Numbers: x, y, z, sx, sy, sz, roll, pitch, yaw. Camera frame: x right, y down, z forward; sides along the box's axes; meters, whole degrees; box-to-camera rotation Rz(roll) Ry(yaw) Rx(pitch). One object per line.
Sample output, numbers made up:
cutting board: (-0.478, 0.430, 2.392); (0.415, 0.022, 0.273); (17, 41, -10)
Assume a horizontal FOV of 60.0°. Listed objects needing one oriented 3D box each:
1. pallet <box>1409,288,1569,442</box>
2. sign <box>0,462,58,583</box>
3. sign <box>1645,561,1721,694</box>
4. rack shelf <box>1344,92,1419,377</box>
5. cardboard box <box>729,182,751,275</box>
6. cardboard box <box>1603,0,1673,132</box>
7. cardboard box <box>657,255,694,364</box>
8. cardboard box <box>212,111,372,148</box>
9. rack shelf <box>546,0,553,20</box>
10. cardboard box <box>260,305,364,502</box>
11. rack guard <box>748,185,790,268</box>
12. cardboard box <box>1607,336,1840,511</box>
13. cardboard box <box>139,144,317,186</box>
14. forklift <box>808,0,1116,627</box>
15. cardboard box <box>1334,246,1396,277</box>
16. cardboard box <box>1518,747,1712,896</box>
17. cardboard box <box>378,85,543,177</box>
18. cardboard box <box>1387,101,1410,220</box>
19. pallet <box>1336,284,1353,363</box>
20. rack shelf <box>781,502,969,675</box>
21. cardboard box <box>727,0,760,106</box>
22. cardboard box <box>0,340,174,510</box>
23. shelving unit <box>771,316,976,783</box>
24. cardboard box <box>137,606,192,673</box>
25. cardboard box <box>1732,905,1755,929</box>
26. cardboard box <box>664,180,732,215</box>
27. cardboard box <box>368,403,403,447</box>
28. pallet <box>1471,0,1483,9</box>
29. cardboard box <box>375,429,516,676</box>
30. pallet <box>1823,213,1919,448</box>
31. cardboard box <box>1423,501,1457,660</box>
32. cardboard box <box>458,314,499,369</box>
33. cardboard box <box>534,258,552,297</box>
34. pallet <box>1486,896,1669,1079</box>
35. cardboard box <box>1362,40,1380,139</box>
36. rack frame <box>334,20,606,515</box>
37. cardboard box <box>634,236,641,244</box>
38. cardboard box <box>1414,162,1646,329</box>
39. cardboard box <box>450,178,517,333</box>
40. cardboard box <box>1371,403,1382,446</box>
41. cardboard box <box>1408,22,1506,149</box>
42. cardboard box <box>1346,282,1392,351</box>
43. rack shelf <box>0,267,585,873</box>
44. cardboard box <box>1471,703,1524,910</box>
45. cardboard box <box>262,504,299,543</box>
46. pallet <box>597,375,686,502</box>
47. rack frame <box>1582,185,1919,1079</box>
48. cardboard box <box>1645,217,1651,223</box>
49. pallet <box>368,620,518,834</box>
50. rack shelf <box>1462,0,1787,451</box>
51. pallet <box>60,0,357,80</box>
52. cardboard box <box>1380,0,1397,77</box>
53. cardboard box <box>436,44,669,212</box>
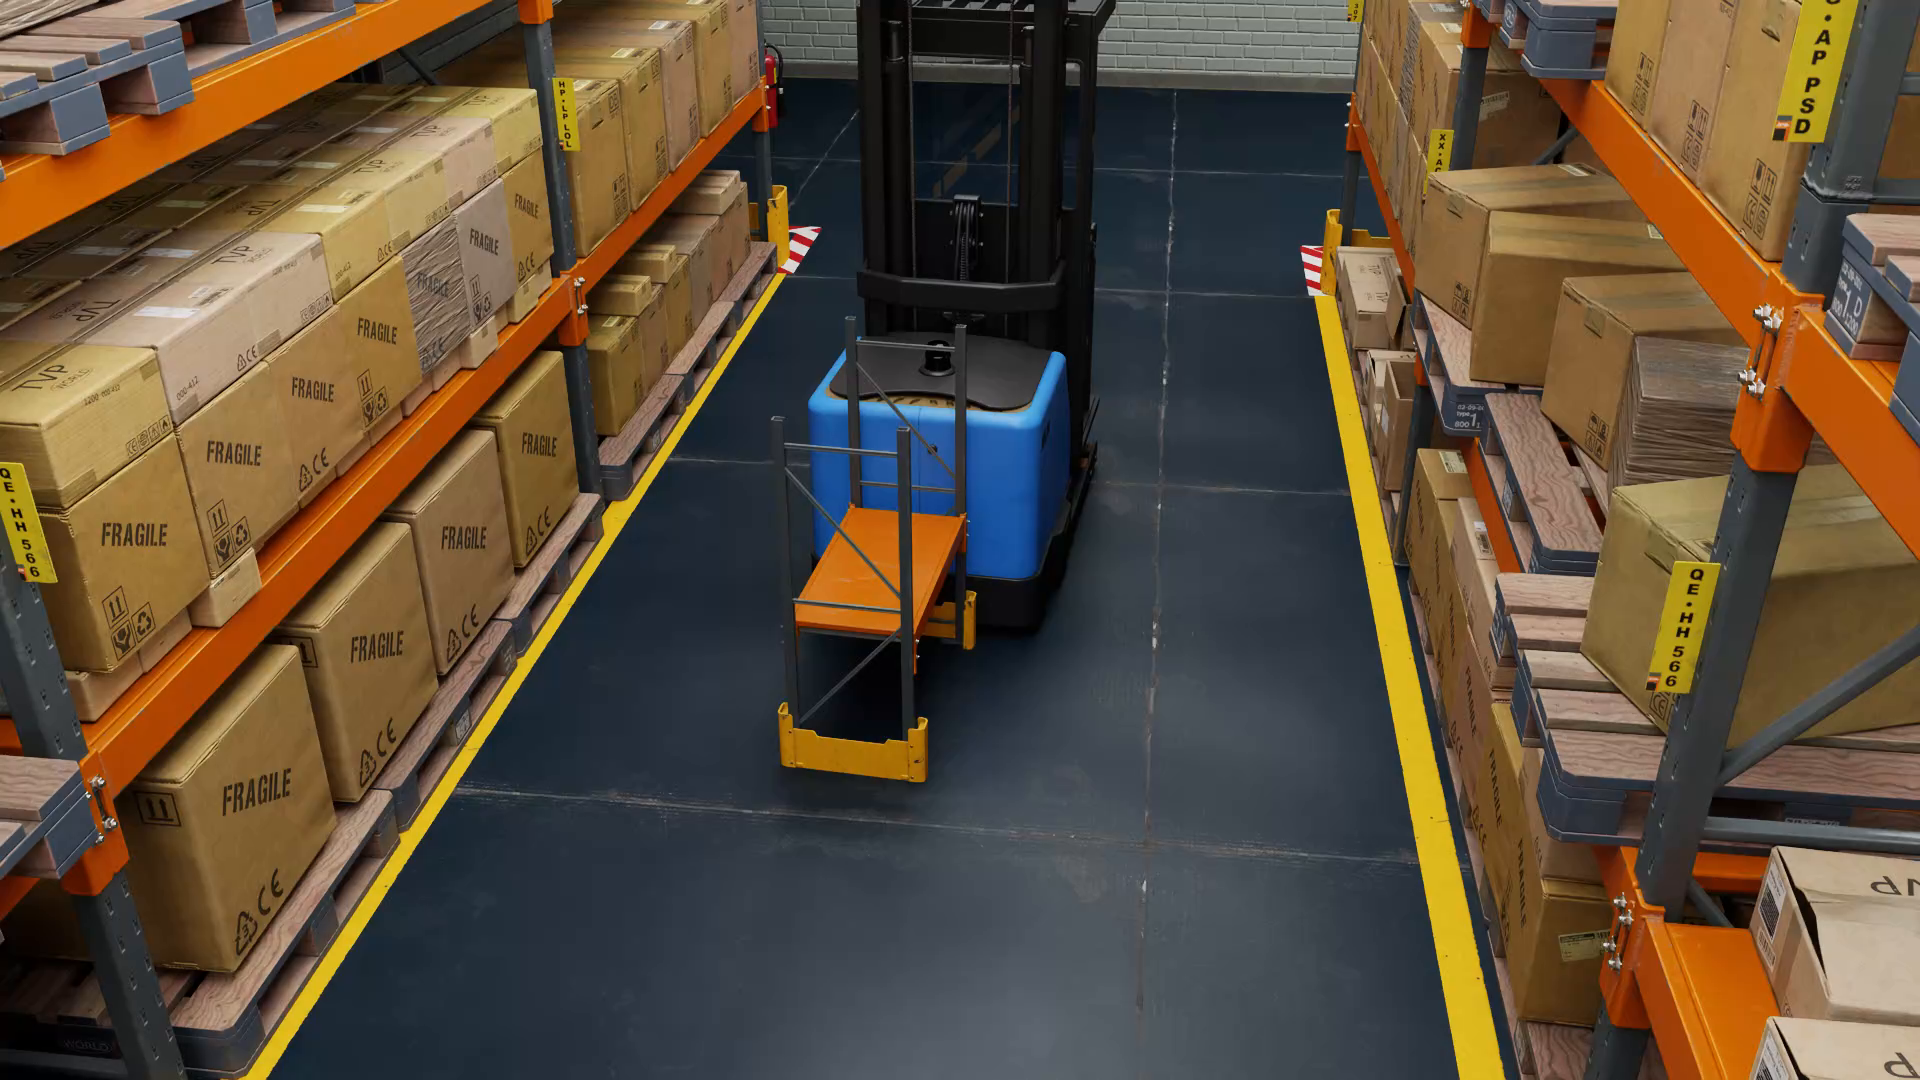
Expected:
pallet: (2.388, -0.735, 6.654); (1.003, 0.211, 1.213); (3, 28, 6)
sign: (-2.273, -0.040, 4.025); (0.100, 0.325, 0.005); (3, 28, 6)
sign: (1.564, 0.192, 3.594); (0.100, 0.325, 0.005); (3, 28, 6)
rack shelf: (2.839, -1.814, 9.213); (1.077, 0.370, 4.000); (3, 28, 6)
cardboard box: (-1.819, -2.107, 11.191); (0.700, 0.500, 0.500); (3, 28, 6)
cardboard box: (2.250, -1.363, 4.349); (0.910, 0.500, 0.500); (3, 28, 6)
cardboard box: (-1.999, -1.383, 9.848); (0.700, 0.500, 0.500); (4, 29, 7)
cardboard box: (-2.695, -1.541, 6.717); (0.500, 0.250, 0.500); (4, 29, 7)
rack shelf: (-2.078, -3.420, 9.032); (1.077, 0.370, 4.000); (3, 28, 6)
cardboard box: (-2.364, -0.469, 5.519); (0.500, 0.500, 0.500); (3, 28, 6)
rack guard: (-1.830, -2.269, 11.934); (1.175, 0.500, 0.348); (3, 28, 6)
cardboard box: (2.371, -0.258, 5.017); (0.700, 0.500, 0.500); (9, 30, 16)
cardboard box: (-2.752, -1.305, 6.279); (0.500, 0.250, 0.500); (2, 28, 4)
forklift: (0.126, -1.583, 8.098); (1.130, 2.935, 3.031); (6, 29, 10)
cardboard box: (2.692, -1.833, 11.032); (0.380, 0.149, 0.250); (3, 28, 6)
cardboard box: (1.988, 0.790, 5.002); (0.500, 0.250, 0.500); (4, 29, 8)
cardboard box: (-2.126, -1.754, 7.113); (0.500, 0.250, 0.500); (4, 29, 7)
cardboard box: (2.523, -1.968, 8.635); (0.500, 0.500, 0.500); (4, 29, 7)
pallet: (2.978, -1.433, 10.688); (1.003, 0.211, 1.213); (3, 28, 6)
rack shelf: (-0.321, 0.173, 6.727); (0.538, 0.185, 1.000); (5, 29, 10)
cardboard box: (-1.885, -3.249, 10.803); (0.980, 0.700, 0.700); (5, 29, 9)
cardboard box: (-2.498, -0.319, 4.448); (0.500, 0.250, 0.500); (4, 29, 7)
shelving unit: (-0.319, 0.011, 6.649); (0.587, 1.500, 1.083); (5, 29, 10)
cardboard box: (-2.503, 0.250, 4.867); (0.380, 0.149, 0.250); (4, 29, 7)
cardboard box: (2.443, 1.403, 4.655); (0.500, 0.500, 0.500); (5, 29, 8)
cardboard box: (-1.685, -2.201, 10.682); (0.380, 0.149, 0.250); (4, 29, 8)
cardboard box: (-2.326, -0.478, 6.218); (0.380, 0.149, 0.250); (4, 29, 8)
pallet: (2.444, -2.124, 6.065); (1.213, 0.211, 1.003); (3, 28, 6)
cardboard box: (-2.379, 0.018, 6.877); (0.750, 0.750, 0.750); (4, 29, 8)
pallet: (2.110, -0.219, 2.530); (1.213, 0.211, 1.003); (5, 29, 9)
cardboard box: (2.239, 0.183, 6.919); (0.500, 0.500, 0.500); (4, 29, 7)
cardboard box: (-2.141, -0.831, 6.873); (0.380, 0.149, 0.250); (3, 28, 6)
cardboard box: (-2.083, -1.198, 7.555); (0.380, 0.149, 0.250); (4, 29, 7)
pallet: (2.233, 1.572, 5.109); (1.003, 0.211, 1.213); (3, 28, 6)
cardboard box: (2.710, -2.679, 9.955); (0.500, 0.500, 0.500); (3, 28, 6)
rack frame: (-2.323, -1.475, 7.826); (1.000, 3.000, 0.127); (3, 28, 6)
cardboard box: (-2.156, -1.866, 10.060); (0.380, 0.149, 0.250); (4, 29, 7)
cardboard box: (2.314, -1.208, 6.781); (0.700, 0.500, 0.500); (-6, 29, -11)
cardboard box: (-2.182, -1.186, 6.849); (0.500, 0.500, 0.500); (4, 29, 7)
cardboard box: (2.369, -0.592, 8.729); (0.380, 0.149, 0.250); (3, 28, 6)
cardboard box: (2.459, -2.168, 7.951); (0.500, 0.500, 0.500); (3, 28, 5)
cardboard box: (2.613, -1.345, 10.019); (0.500, 0.250, 0.500); (3, 28, 6)
rack shelf: (-2.568, -0.217, 6.249); (1.077, 0.370, 4.000); (3, 28, 6)
cardboard box: (2.049, 0.903, 5.583); (0.500, 0.500, 0.500); (2, 28, 4)
cardboard box: (-2.455, -0.119, 5.551); (0.380, 0.149, 0.250); (4, 29, 7)
pallet: (-2.152, -0.601, 9.143); (1.003, 0.211, 1.213); (3, 28, 6)
rack frame: (2.104, 0.694, 3.800); (1.000, 3.000, 0.127); (3, 28, 6)
cardboard box: (2.927, -1.457, 7.687); (0.500, 0.500, 0.500); (4, 29, 8)
pallet: (-2.490, 0.696, 6.736); (1.003, 0.211, 1.213); (3, 28, 6)
rack shelf: (2.349, -1.251, 5.006); (1.077, 0.370, 4.000); (3, 28, 6)
pallet: (-2.653, -1.662, 5.210); (1.003, 0.211, 1.213); (5, 29, 9)
cardboard box: (2.645, -2.881, 9.275); (0.500, 0.500, 0.500); (4, 29, 7)
cardboard box: (-2.145, -2.205, 8.864); (0.980, 0.700, 0.700); (3, 28, 5)
